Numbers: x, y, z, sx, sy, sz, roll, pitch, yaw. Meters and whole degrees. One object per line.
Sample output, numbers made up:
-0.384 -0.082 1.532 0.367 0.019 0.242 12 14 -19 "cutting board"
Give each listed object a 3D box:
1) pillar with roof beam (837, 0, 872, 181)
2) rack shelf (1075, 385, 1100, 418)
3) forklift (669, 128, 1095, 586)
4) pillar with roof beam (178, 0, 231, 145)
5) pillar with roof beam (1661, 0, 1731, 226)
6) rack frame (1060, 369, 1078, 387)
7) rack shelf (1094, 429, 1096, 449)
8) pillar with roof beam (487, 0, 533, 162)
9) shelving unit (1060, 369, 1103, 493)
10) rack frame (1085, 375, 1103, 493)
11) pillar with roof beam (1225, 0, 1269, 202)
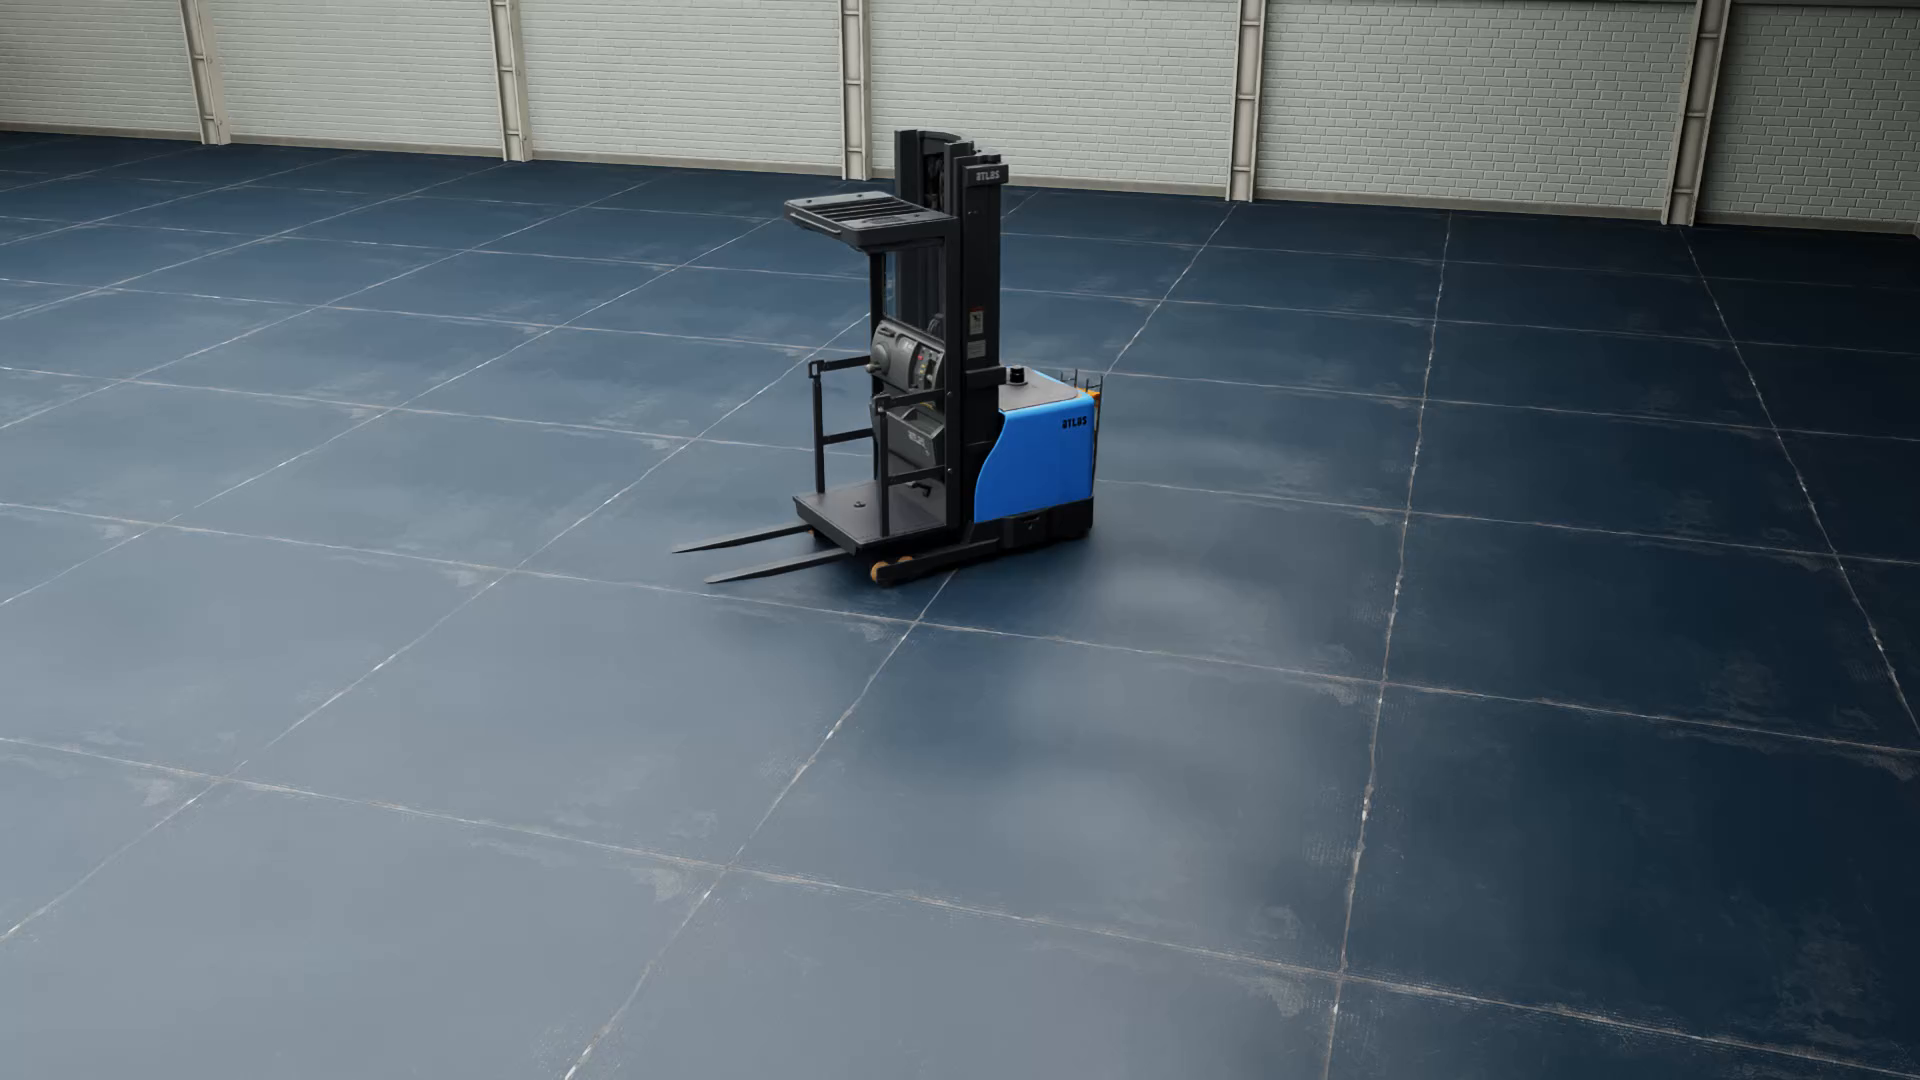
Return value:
-2.855 -8.281 20.600 0.400 9.000 9.100 7 23 16 "pillar with roof beam"
0.906 -1.016 12.623 0.240 0.259 0.215 19 24 38 "rack shelf"
-0.543 -1.267 11.496 3.031 2.935 1.130 -13 26 -28 "forklift"
-14.343 -9.596 23.807 0.400 9.000 9.100 7 23 16 "pillar with roof beam"
8.634 -6.965 17.393 0.400 9.000 9.100 7 23 16 "pillar with roof beam"
0.799 -0.788 12.785 0.008 1.050 0.200 19 24 38 "rack frame"
0.890 -0.747 12.714 0.240 0.259 0.215 19 24 38 "rack shelf"
-8.599 -8.939 22.204 0.400 9.000 9.100 7 23 16 "pillar with roof beam"
0.890 -0.757 12.710 0.252 1.050 0.215 19 24 38 "shelving unit"
0.982 -0.726 12.636 0.008 1.050 0.200 19 24 38 "rack frame"
2.890 -7.623 18.997 0.400 9.000 9.100 7 23 16 "pillar with roof beam"
